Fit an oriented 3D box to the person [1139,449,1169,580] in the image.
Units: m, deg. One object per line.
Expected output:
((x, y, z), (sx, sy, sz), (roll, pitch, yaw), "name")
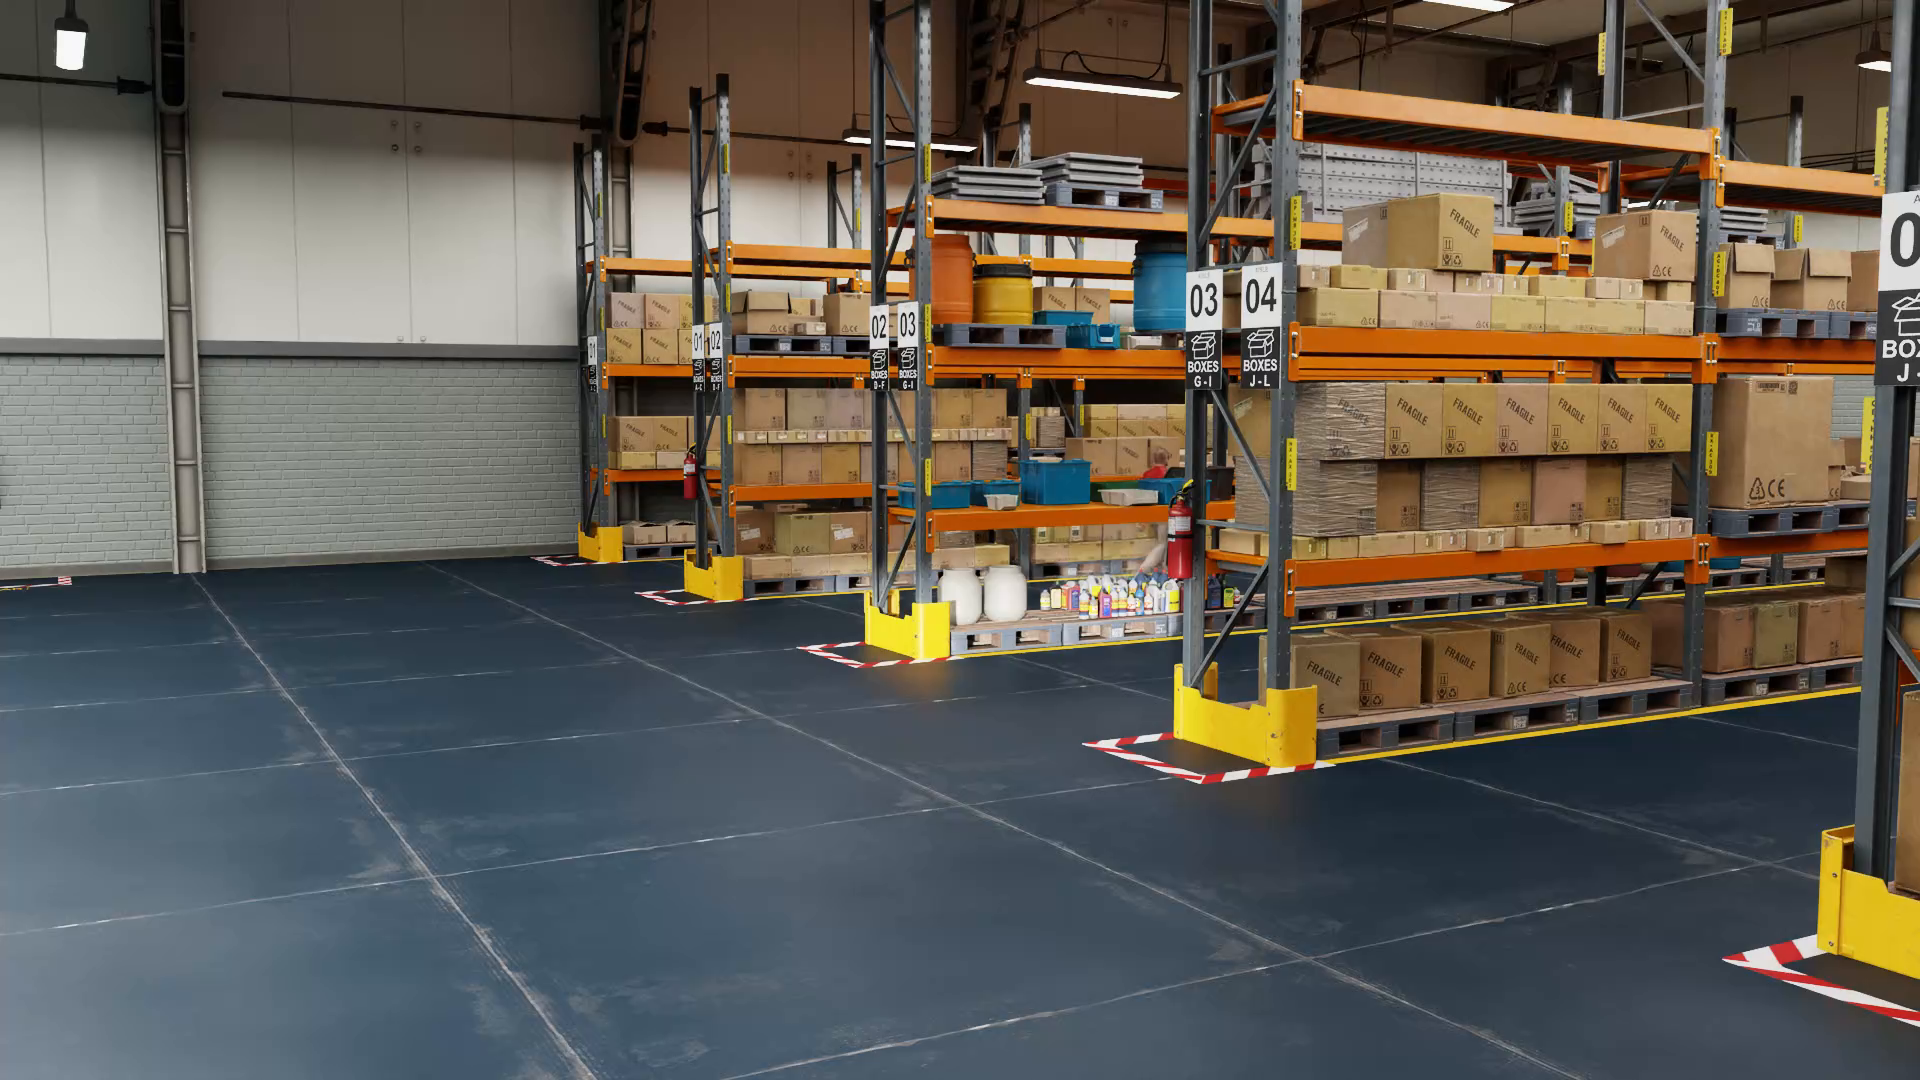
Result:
((2.556, -0.297, 20.792), (1.007, 1.679, 0.549), (-4, 6, -40), "person")
